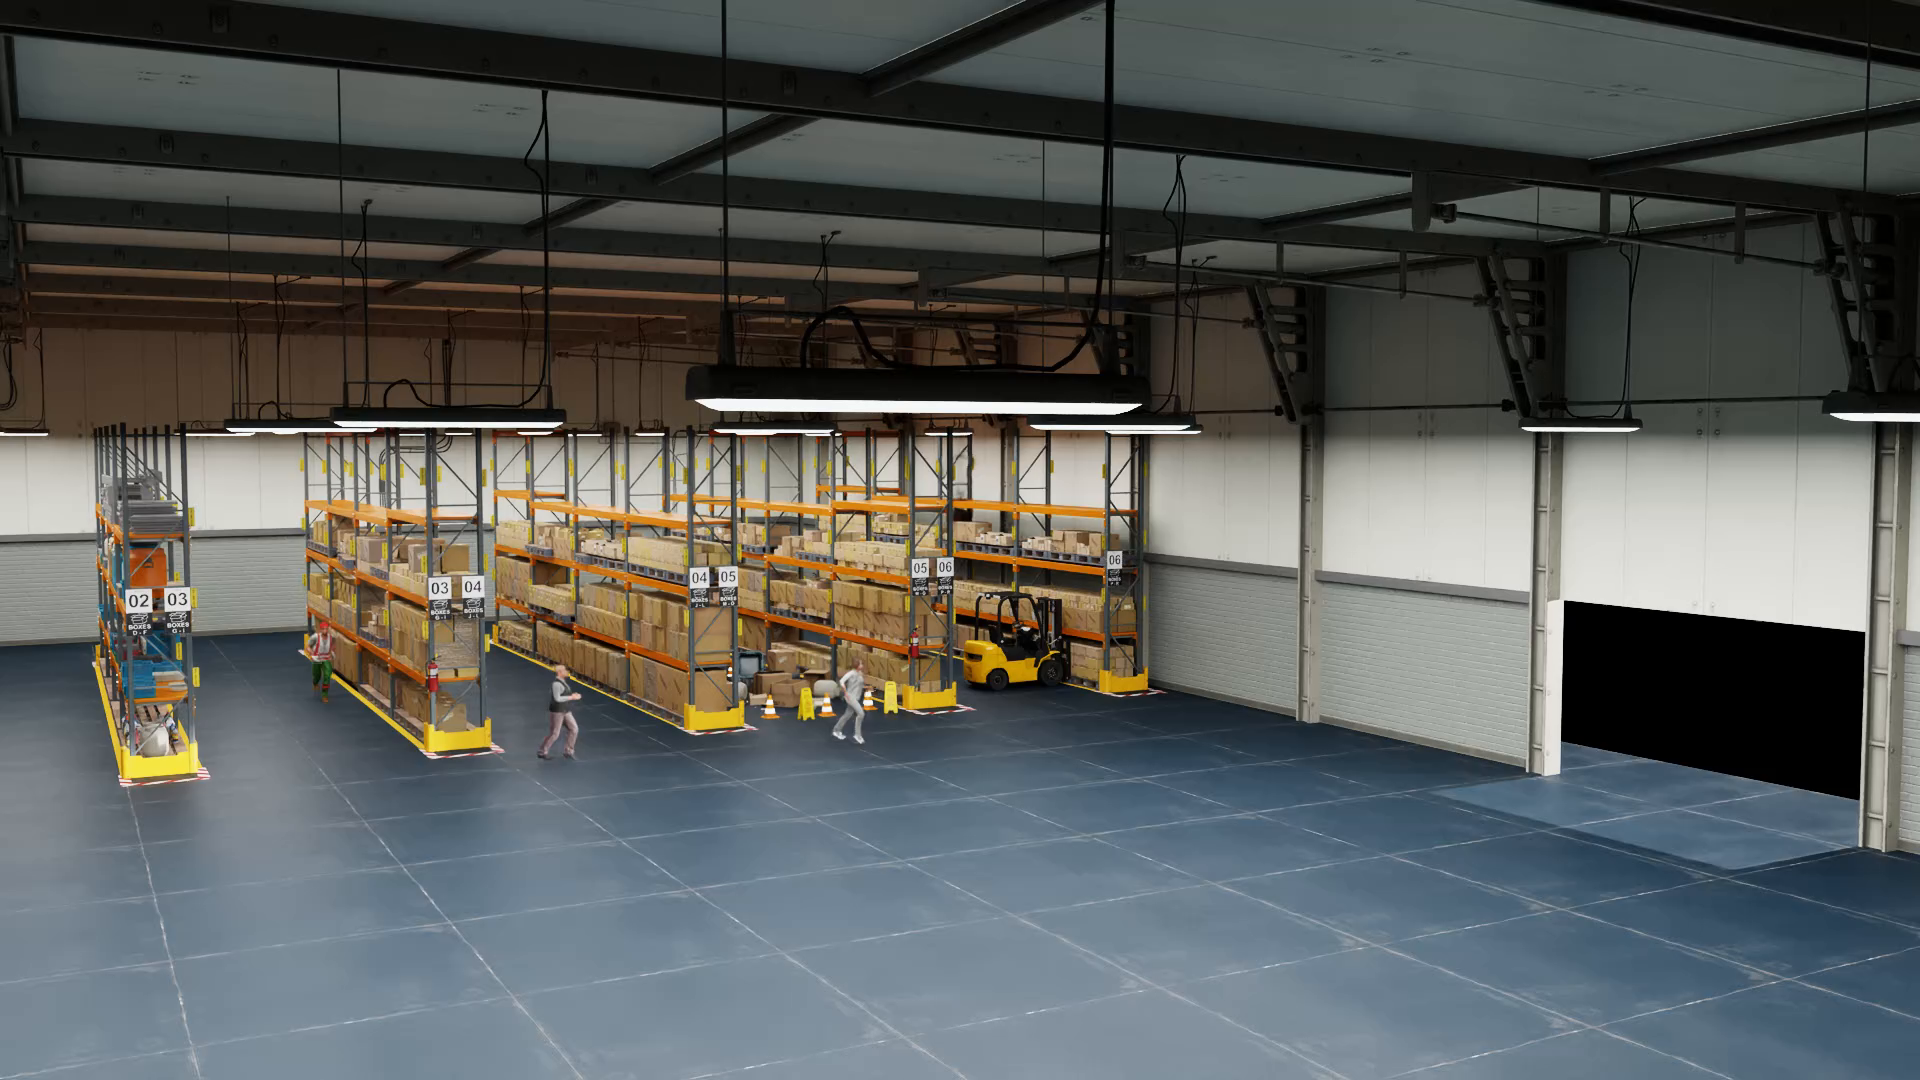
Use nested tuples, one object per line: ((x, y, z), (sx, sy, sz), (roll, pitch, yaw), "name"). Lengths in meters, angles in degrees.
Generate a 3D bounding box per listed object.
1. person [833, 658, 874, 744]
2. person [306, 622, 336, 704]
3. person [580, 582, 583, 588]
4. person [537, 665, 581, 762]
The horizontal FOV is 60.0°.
((-2.033, 3.039, 31.407), (0.815, 1.637, 0.471), (1, 4, 12), "person")
((-13.963, 2.657, 36.353), (0.658, 1.772, 1.061), (-2, 4, -34), "person")
((-10.621, 2.044, 47.680), (0.732, 1.644, 0.632), (2, 4, 30), "person")
((-7.063, 3.088, 29.395), (0.817, 1.771, 0.605), (0, 3, 5), "person")
